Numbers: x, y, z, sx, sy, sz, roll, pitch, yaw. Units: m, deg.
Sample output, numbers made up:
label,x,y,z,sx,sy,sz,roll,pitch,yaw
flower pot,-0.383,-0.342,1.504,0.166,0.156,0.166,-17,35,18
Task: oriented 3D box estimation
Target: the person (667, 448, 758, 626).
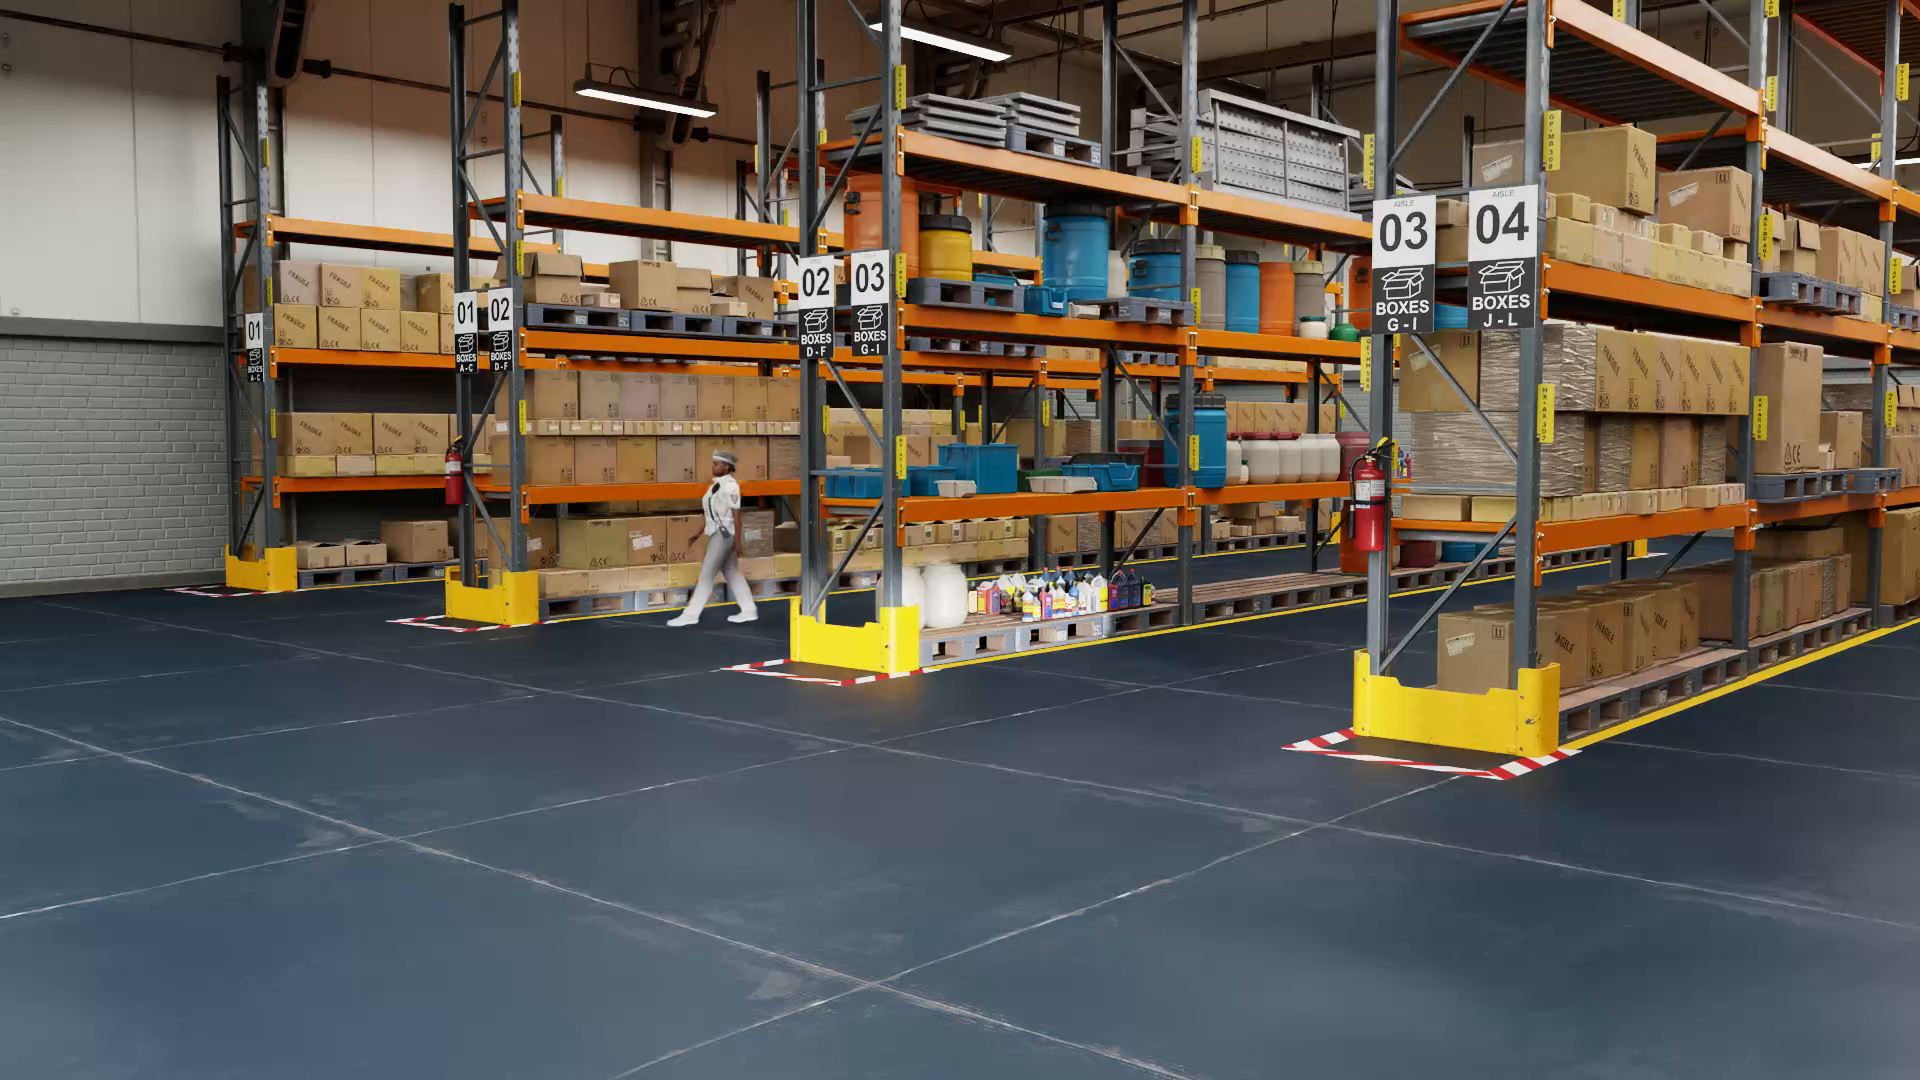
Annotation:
label,x,y,z,sx,sy,sz,roll,pitch,yaw
person,-2.336,-0.035,15.612,0.918,1.647,0.454,-2,4,-23
